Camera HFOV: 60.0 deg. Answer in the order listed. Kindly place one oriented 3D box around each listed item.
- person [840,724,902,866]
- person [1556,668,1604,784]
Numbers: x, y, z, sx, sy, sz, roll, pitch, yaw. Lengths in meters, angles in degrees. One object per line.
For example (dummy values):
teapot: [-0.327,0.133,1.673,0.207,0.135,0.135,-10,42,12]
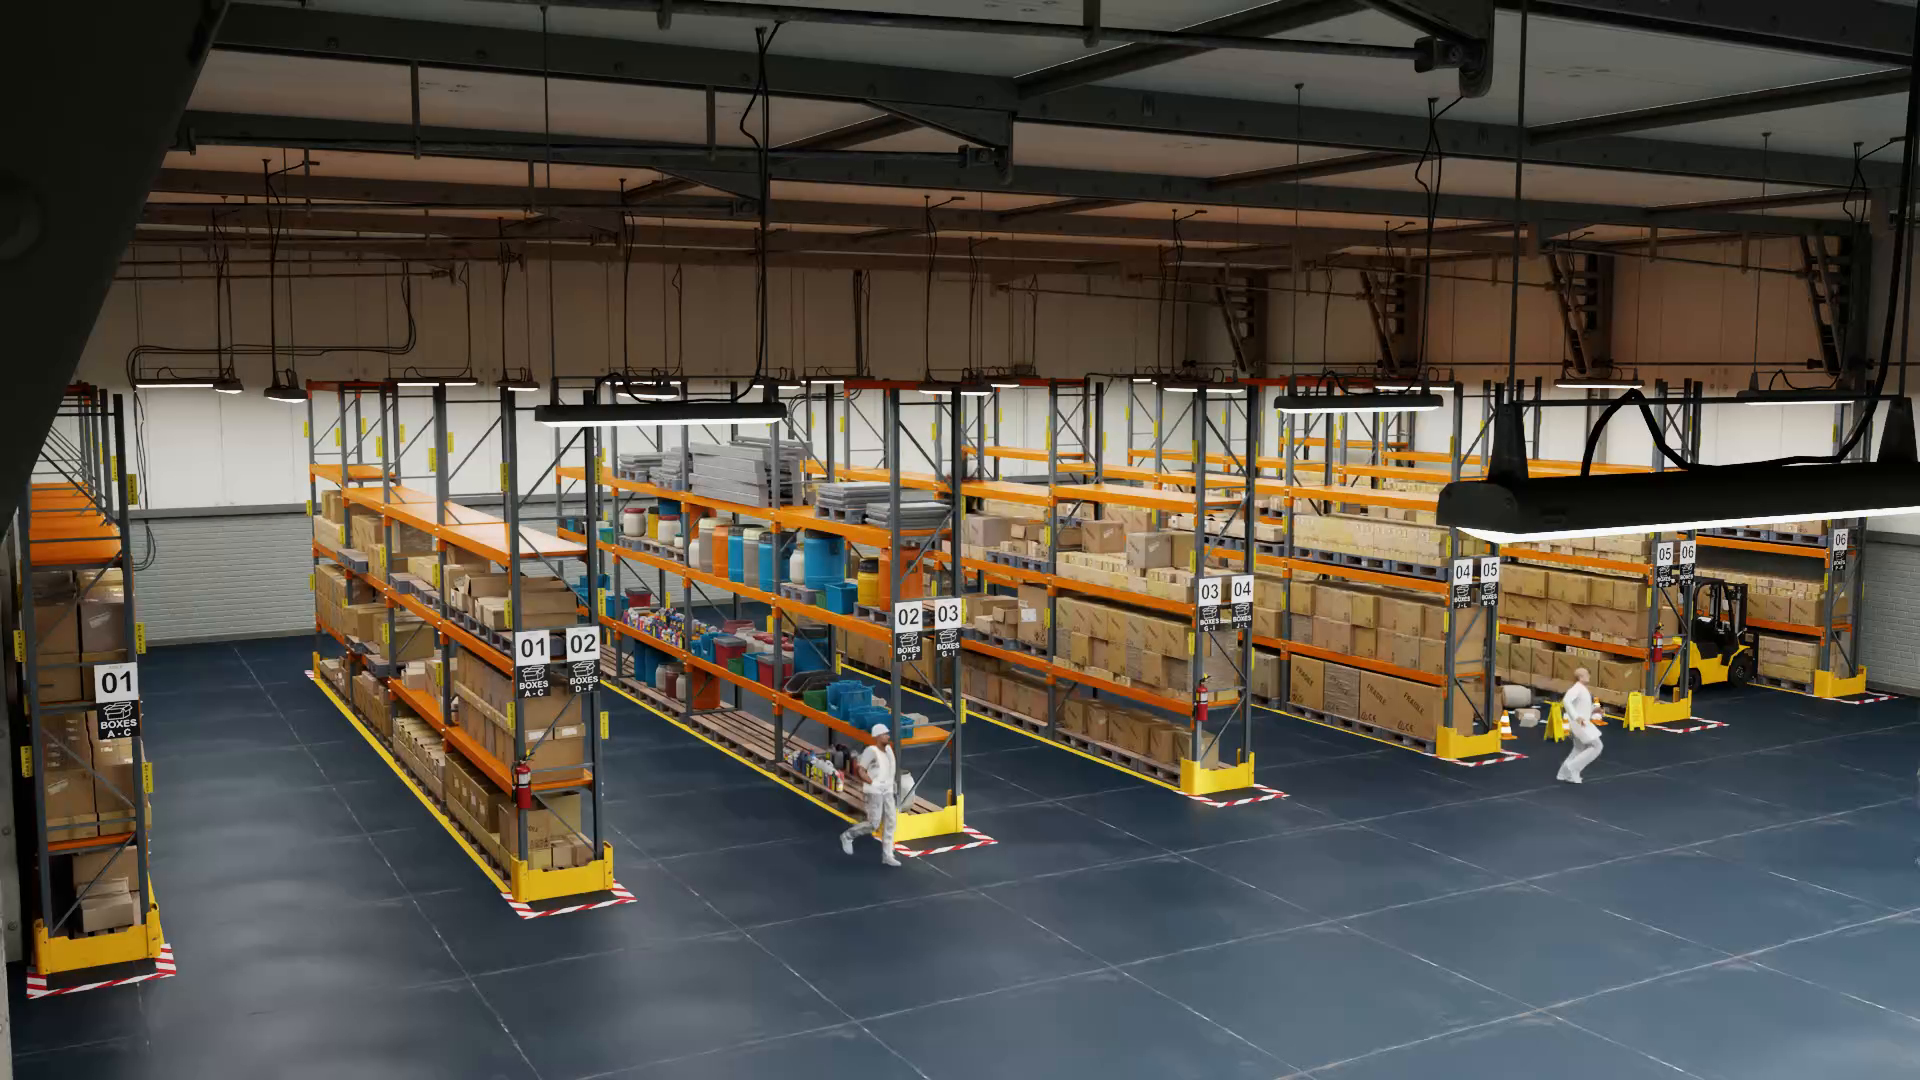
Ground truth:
person: [-1.018,3.214,21.180,0.903,1.737,0.744,4,7,31]
person: [9.372,2.802,25.078,0.625,1.742,0.693,2,6,15]
